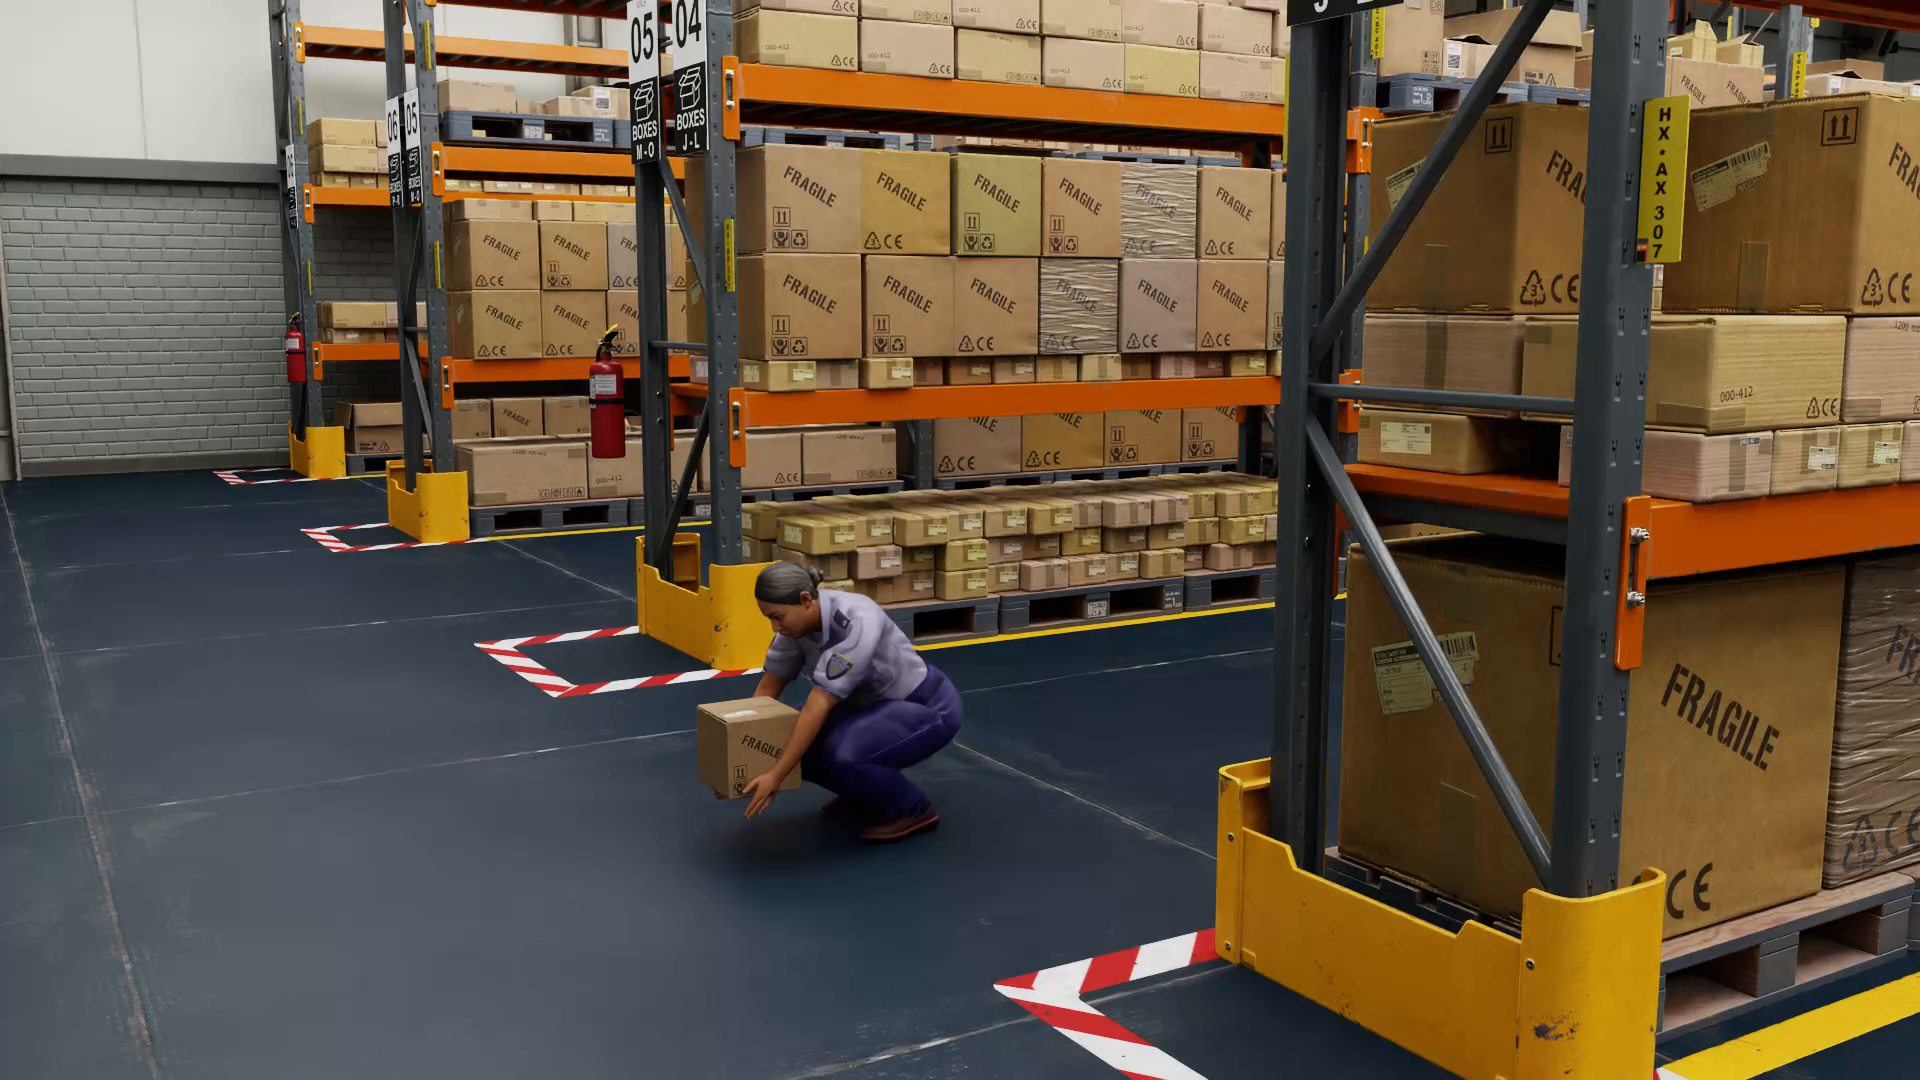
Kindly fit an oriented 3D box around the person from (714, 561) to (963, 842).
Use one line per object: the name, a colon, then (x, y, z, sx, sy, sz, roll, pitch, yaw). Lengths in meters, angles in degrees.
person: (-0.388, 0.506, 5.438, 0.826, 0.936, 0.524, -5, 10, -32)
